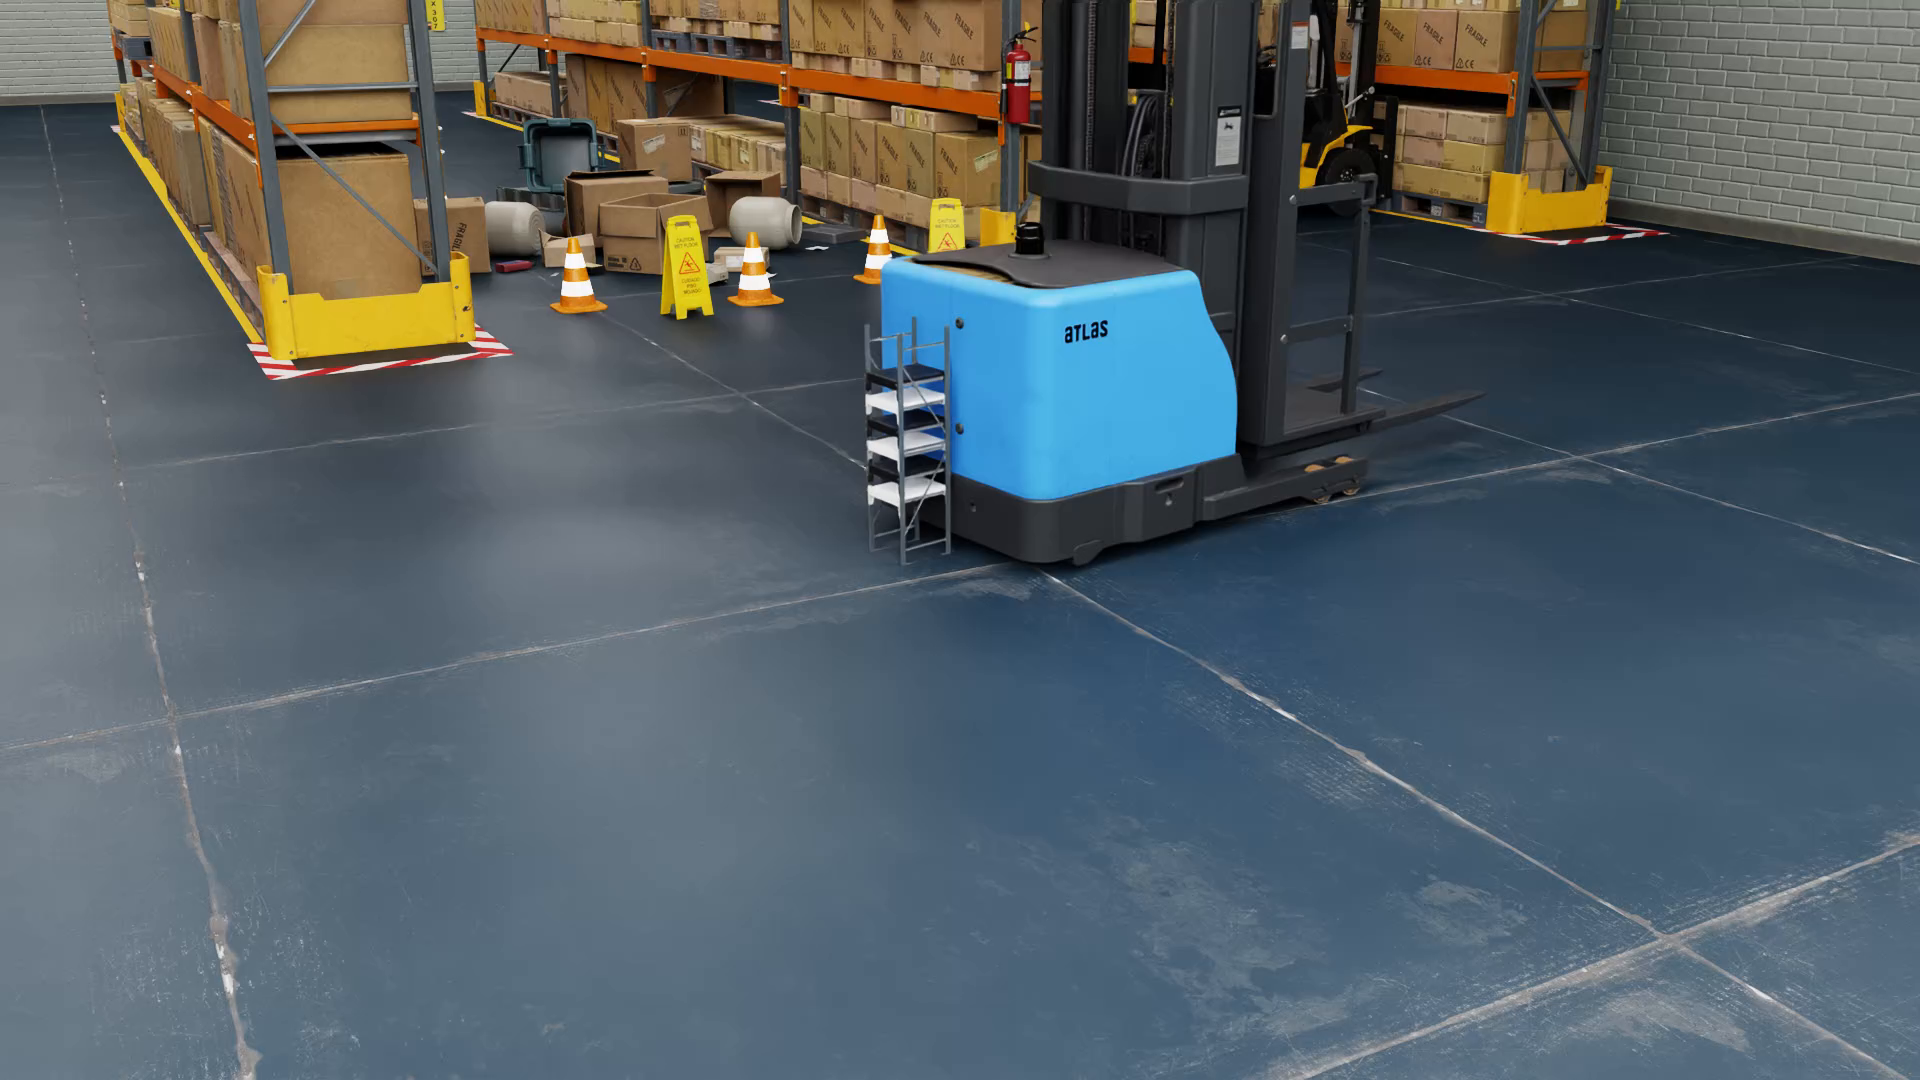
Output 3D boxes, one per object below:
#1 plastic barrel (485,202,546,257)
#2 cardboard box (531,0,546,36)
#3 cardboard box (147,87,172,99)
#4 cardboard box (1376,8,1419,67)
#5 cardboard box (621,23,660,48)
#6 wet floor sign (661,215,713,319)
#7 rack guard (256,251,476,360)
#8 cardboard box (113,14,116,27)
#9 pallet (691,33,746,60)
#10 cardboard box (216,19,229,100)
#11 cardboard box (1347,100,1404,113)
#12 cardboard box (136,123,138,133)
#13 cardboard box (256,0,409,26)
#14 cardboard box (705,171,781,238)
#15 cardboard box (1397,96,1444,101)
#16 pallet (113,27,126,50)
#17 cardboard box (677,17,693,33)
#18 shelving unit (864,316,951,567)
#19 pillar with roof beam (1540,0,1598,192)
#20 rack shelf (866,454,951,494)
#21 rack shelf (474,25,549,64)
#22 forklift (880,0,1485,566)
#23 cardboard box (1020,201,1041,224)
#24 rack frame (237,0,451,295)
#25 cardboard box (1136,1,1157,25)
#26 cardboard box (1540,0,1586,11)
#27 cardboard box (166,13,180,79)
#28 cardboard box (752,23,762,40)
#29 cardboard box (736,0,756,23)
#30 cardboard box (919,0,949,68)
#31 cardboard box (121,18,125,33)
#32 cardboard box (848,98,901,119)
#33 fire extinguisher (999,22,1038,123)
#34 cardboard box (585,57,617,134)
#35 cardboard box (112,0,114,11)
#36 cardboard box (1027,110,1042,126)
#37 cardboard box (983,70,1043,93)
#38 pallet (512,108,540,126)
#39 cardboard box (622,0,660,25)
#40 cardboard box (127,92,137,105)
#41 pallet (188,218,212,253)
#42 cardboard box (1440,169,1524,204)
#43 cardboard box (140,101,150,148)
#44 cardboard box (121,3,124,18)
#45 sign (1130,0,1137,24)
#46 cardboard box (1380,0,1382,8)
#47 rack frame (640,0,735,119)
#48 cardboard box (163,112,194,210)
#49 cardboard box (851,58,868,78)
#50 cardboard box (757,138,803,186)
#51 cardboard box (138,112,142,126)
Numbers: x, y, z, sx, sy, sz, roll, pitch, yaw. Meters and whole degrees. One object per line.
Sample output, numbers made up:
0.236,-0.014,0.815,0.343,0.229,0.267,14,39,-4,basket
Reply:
-3.561,-2.444,13.064,0.512,0.421,0.421,4,19,11,plastic barrel
-5.386,-6.983,22.115,0.500,0.500,0.500,-10,21,-26,cardboard box
-8.154,-4.568,17.310,0.500,0.250,0.500,-10,21,-26,cardboard box
4.178,-4.612,15.246,0.500,0.500,0.500,-10,22,-28,cardboard box
-3.510,-5.728,18.861,0.500,0.250,0.500,-11,22,-29,cardboard box
-1.794,-1.787,10.820,0.267,0.644,0.232,-14,24,-36,wet floor sign
-3.539,-1.413,9.959,1.175,0.500,0.348,-10,21,-27,rack guard
-9.330,-5.863,18.765,0.380,0.149,0.250,-10,21,-26,cardboard box
-2.065,-5.041,16.936,1.003,0.211,1.213,-10,21,-27,pallet
-4.491,-3.252,11.227,0.875,0.550,0.500,-10,21,-27,cardboard box
3.901,-4.058,15.831,0.500,0.250,0.500,-10,22,-28,cardboard box
-9.967,-5.110,20.569,0.380,0.149,0.250,-11,22,-28,cardboard box
-3.693,-3.295,9.697,0.875,0.550,0.550,-10,21,-27,cardboard box
-1.830,-2.846,14.110,0.500,0.500,0.500,4,19,11,cardboard box
4.357,-4.142,16.075,0.500,0.250,0.500,-10,22,-28,cardboard box
-9.014,-5.713,18.885,1.003,0.211,1.213,-10,21,-27,pallet
-2.744,-5.397,17.415,0.380,0.149,0.250,-10,21,-26,cardboard box
-0.196,-0.375,6.336,0.258,0.900,0.210,-15,24,-36,shelving unit
1.798,-6.675,12.181,9.100,9.000,0.400,-10,21,-27,pillar with roof beam
-0.195,-0.259,6.377,0.258,0.077,0.200,-15,24,-36,rack shelf
-5.890,-7.076,23.642,1.077,0.370,4.000,-10,21,-27,rack shelf
1.139,-1.659,6.946,3.031,2.935,1.130,-15,24,-36,forklift
0.618,-2.570,13.053,0.500,0.250,0.500,-10,21,-27,cardboard box
-3.551,-2.601,9.571,1.000,3.000,0.127,-10,21,-27,rack frame
2.278,-5.876,18.526,0.500,0.250,0.500,-10,21,-26,cardboard box
5.191,-4.658,14.385,0.380,0.149,0.250,-11,22,-28,cardboard box
-6.173,-4.050,13.617,0.500,0.500,0.500,-10,22,-27,cardboard box
-1.739,-4.808,15.709,0.380,0.149,0.250,-11,22,-28,cardboard box
-1.800,-5.171,15.765,0.500,0.500,0.500,-10,21,-26,cardboard box
0.024,-3.842,12.559,0.500,0.500,0.500,-10,21,-27,cardboard box
-8.472,-5.342,17.257,0.380,0.149,0.250,-11,22,-29,cardboard box
-0.717,-3.625,13.965,0.380,0.149,0.250,-9,21,-24,cardboard box
0.406,-3.256,11.588,0.296,0.674,0.183,-10,21,-27,fire extinguisher
-4.140,-5.612,20.911,0.875,0.875,0.875,-9,21,-25,cardboard box
-9.219,-5.934,18.515,0.380,0.149,0.250,-9,21,-25,cardboard box
0.935,-5.568,21.358,0.500,0.500,0.500,-9,21,-25,cardboard box
0.392,-3.352,12.133,0.380,0.149,0.250,-9,21,-25,cardboard box
-5.816,-6.105,23.999,1.003,0.211,1.213,-10,21,-27,pallet
-3.495,-5.959,18.765,0.500,0.250,0.500,-10,21,-27,cardboard box
-10.331,-5.603,21.085,0.380,0.149,0.250,-11,22,-29,cardboard box
-5.883,-2.641,13.962,1.003,0.211,1.213,-10,21,-27,pallet
4.623,-3.152,14.738,0.500,0.250,0.500,-10,21,-26,cardboard box
-9.132,-4.810,19.160,0.500,0.500,0.500,-9,21,-25,cardboard box
-8.359,-5.413,17.005,0.380,0.149,0.250,-10,21,-27,cardboard box
1.235,-3.890,11.980,0.100,0.325,0.005,-10,21,-27,sign
4.043,-5.027,15.453,0.380,0.149,0.250,-10,21,-27,cardboard box
-3.041,-5.694,18.533,1.000,3.000,0.127,-10,21,-27,rack frame
-6.279,-3.326,14.478,1.050,0.750,0.750,-10,21,-27,cardboard box
-0.675,-3.918,13.772,0.380,0.149,0.250,-10,21,-26,cardboard box
-1.393,-3.652,16.000,0.950,0.372,0.625,-10,21,-26,cardboard box
-9.678,-5.079,20.022,0.380,0.149,0.250,-10,21,-26,cardboard box
